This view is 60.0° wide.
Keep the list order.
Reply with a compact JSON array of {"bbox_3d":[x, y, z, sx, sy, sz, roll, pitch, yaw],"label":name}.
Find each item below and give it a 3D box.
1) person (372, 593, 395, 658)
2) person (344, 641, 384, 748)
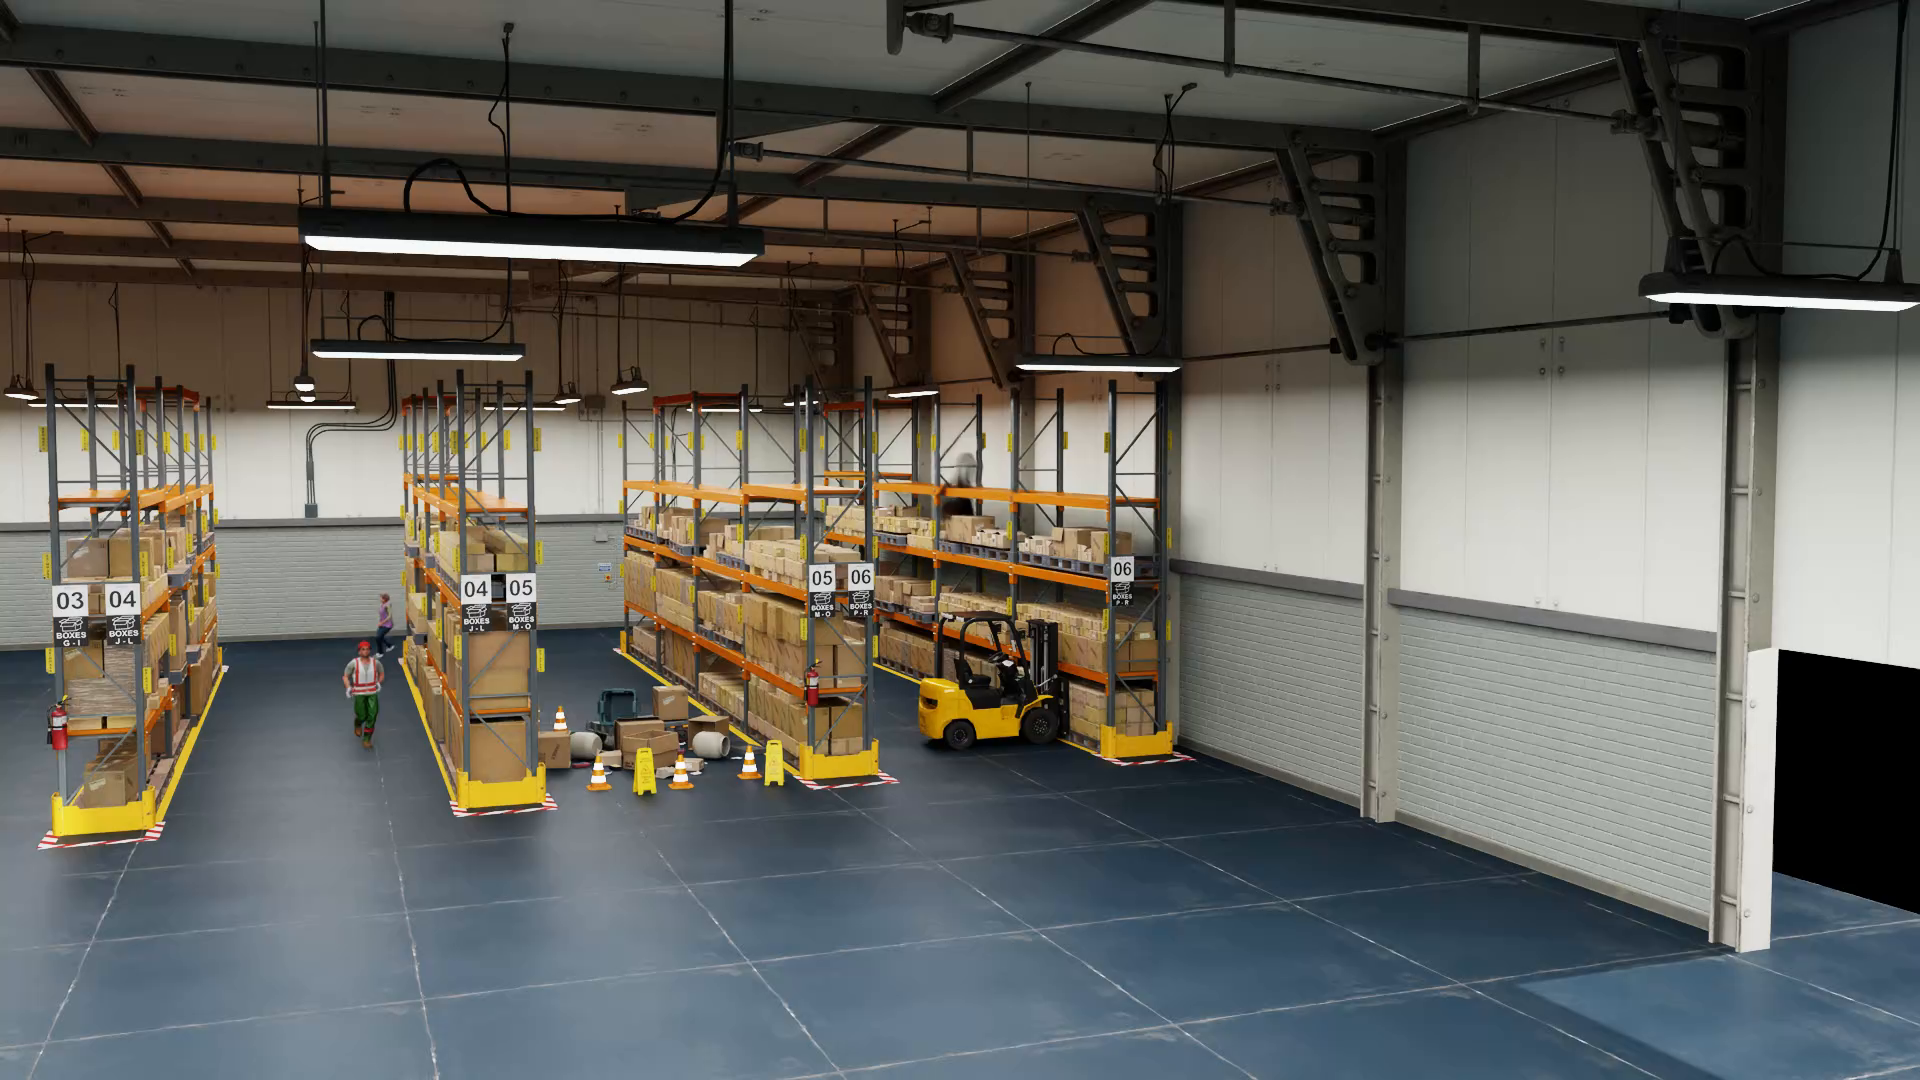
[{"bbox_3d":[-13.351,1.976,38.651,0.568,1.525,0.677,-3,5,-43],"label":"person"},{"bbox_3d":[-9.812,2.535,27.439,0.627,1.743,0.561,-2,4,-30],"label":"person"}]
